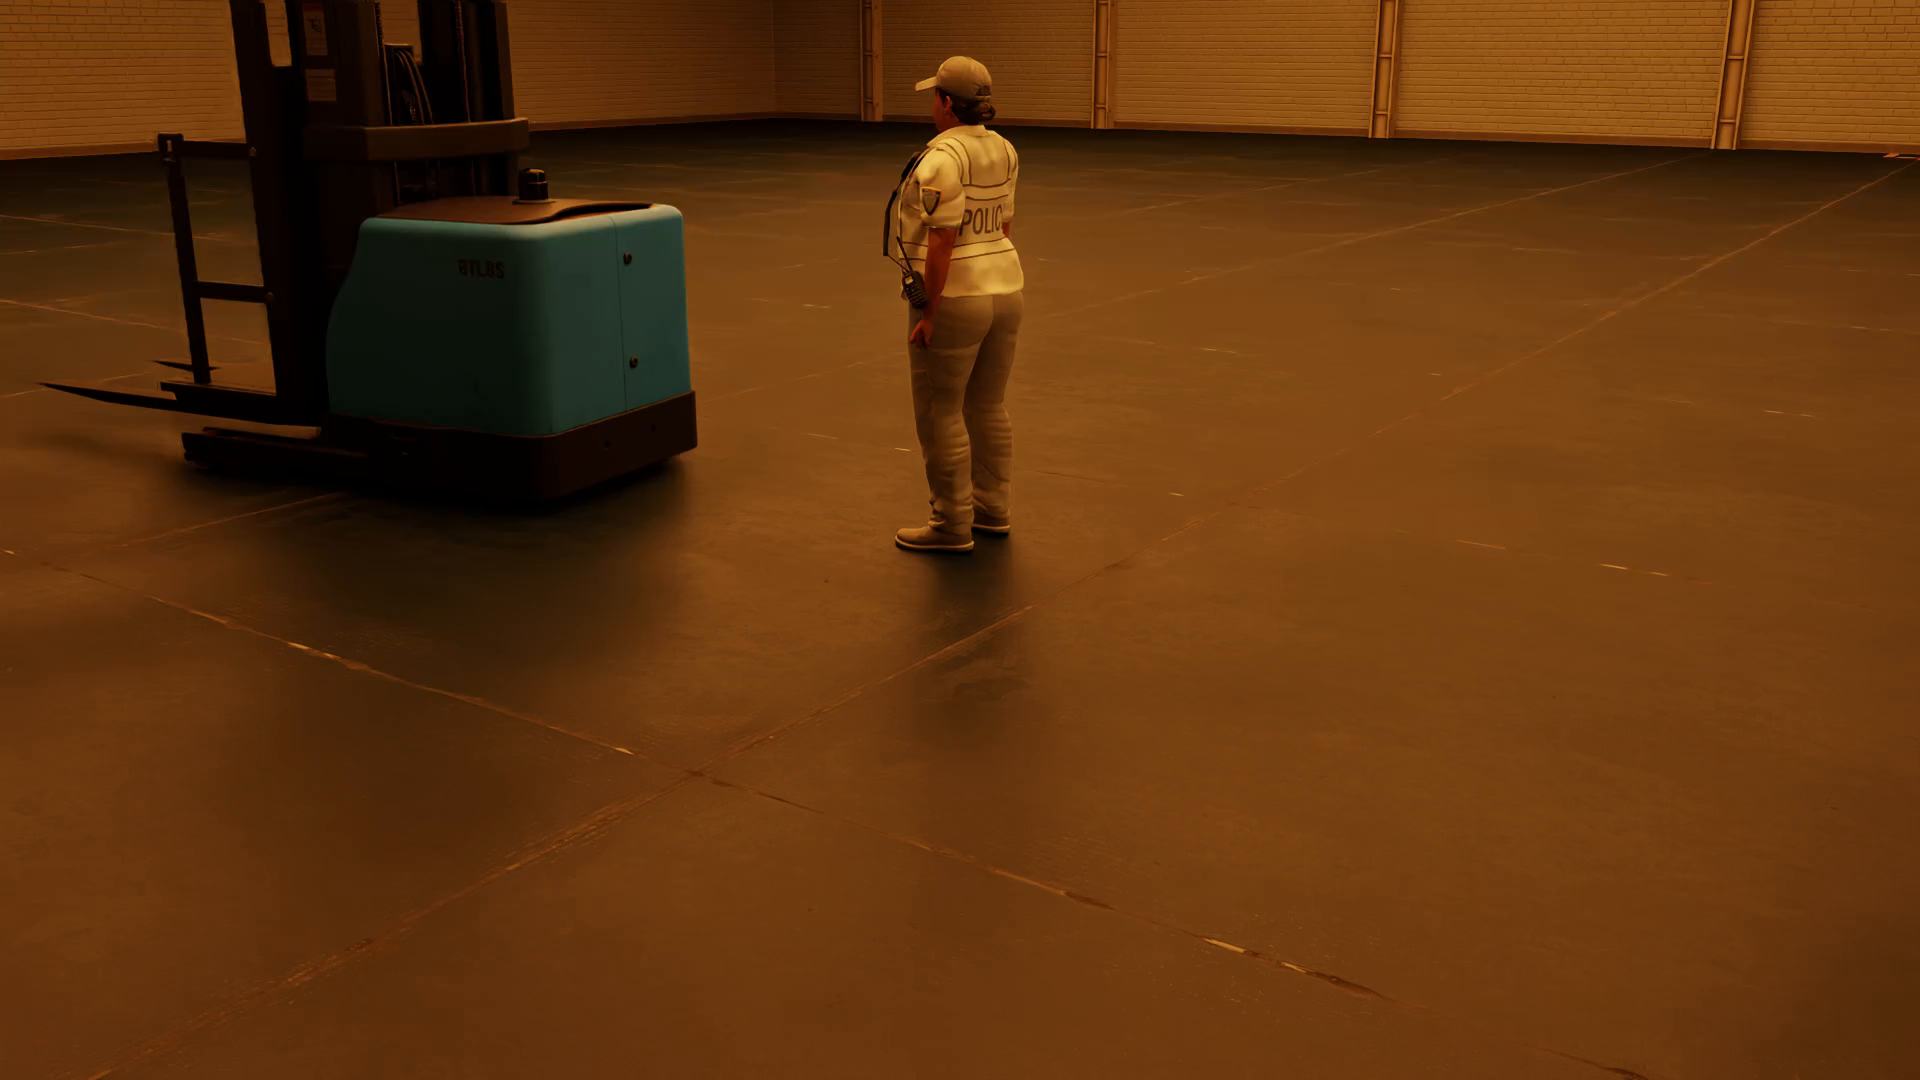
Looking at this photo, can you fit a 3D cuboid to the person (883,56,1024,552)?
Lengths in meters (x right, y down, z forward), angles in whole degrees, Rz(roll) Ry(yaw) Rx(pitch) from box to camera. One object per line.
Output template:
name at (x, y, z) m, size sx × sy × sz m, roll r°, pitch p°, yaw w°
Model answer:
person at (0.000, -0.796, 5.718) m, size 0.394 × 1.668 × 0.483 m, roll 11°, pitch 20°, yaw 33°

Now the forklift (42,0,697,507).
forklift at (-2.665, -1.800, 6.851) m, size 3.031 × 2.935 × 1.130 m, roll 8°, pitch 18°, yaw 25°
